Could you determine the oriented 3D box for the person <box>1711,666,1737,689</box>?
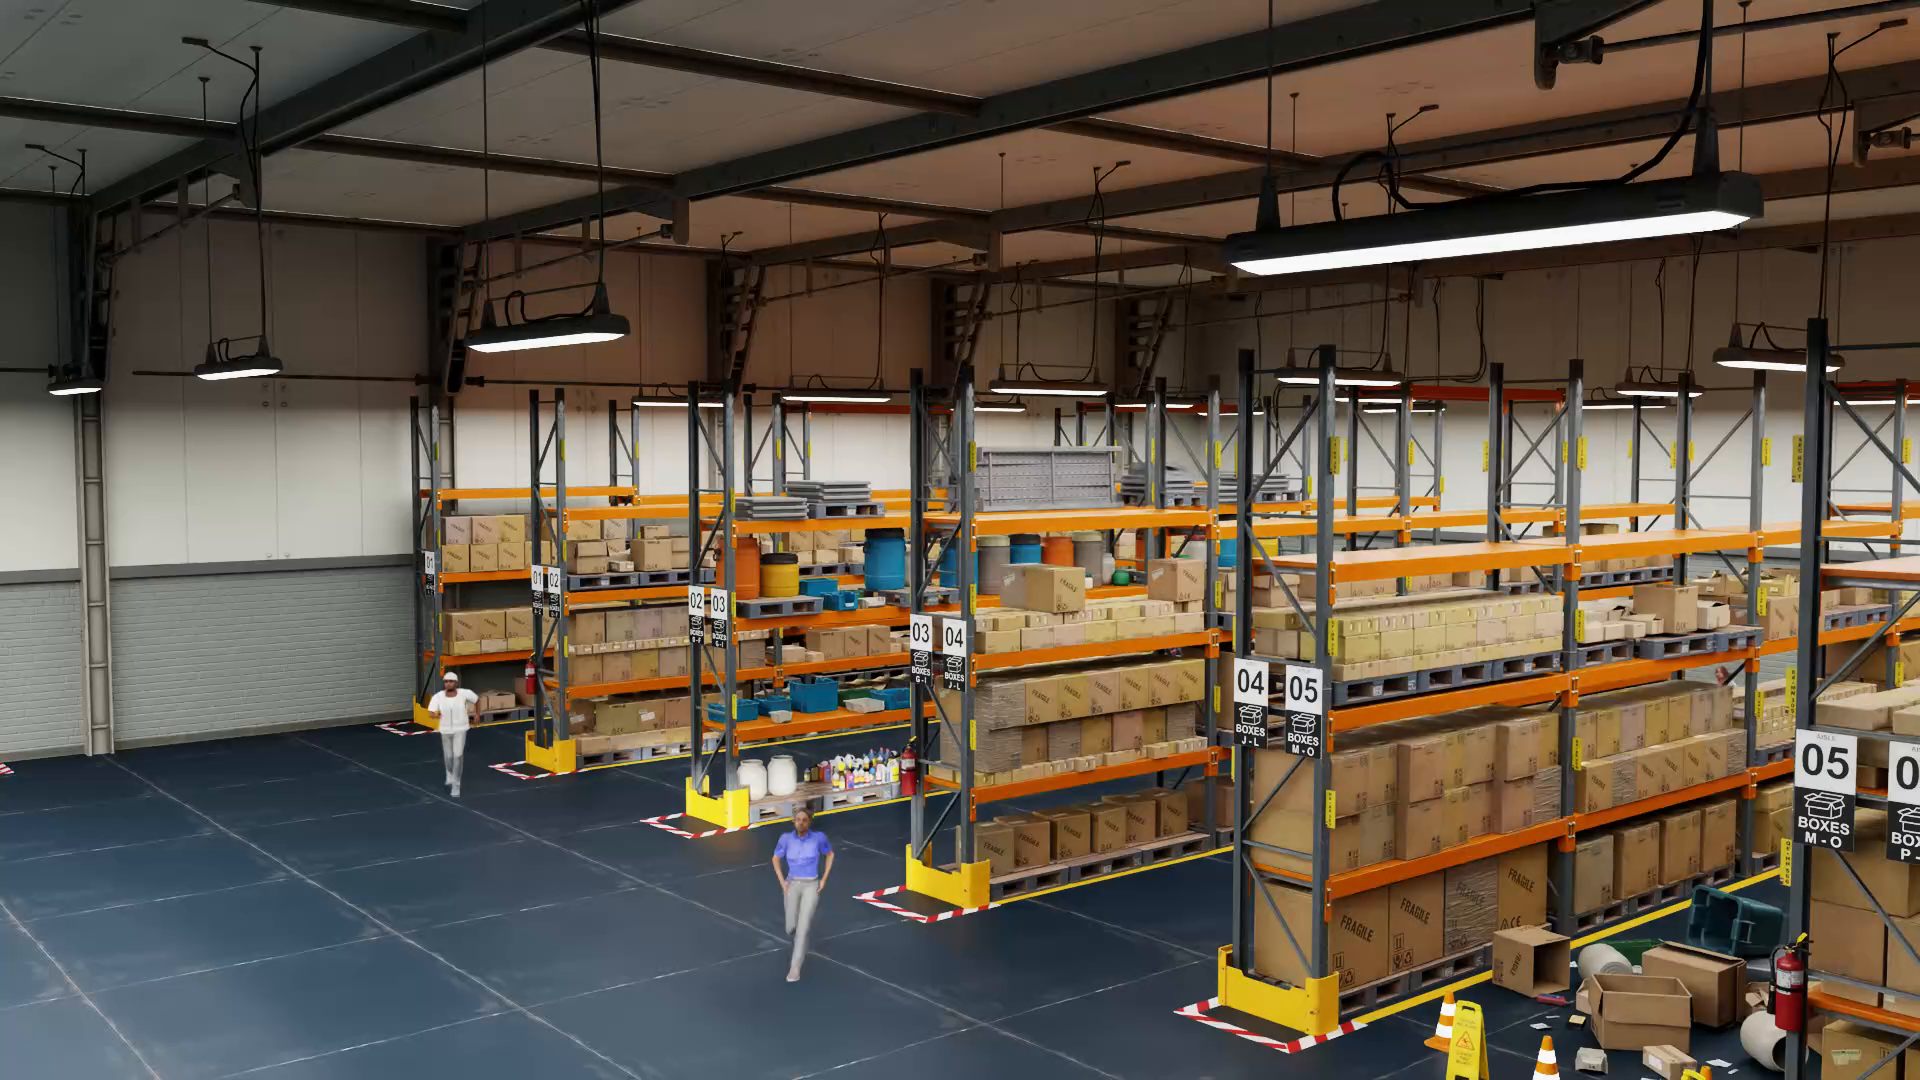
[{"bbox_3d":[12.357,2.812,26.952,0.556,1.551,0.574,3,4,38],"label":"person"}]

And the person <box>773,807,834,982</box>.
[{"bbox_3d":[-1.532,3.407,16.267,0.600,1.637,0.762,0,3,0],"label":"person"}]

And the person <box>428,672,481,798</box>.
[{"bbox_3d":[-7.454,2.837,24.528,0.713,1.814,0.908,0,3,-5],"label":"person"}]
